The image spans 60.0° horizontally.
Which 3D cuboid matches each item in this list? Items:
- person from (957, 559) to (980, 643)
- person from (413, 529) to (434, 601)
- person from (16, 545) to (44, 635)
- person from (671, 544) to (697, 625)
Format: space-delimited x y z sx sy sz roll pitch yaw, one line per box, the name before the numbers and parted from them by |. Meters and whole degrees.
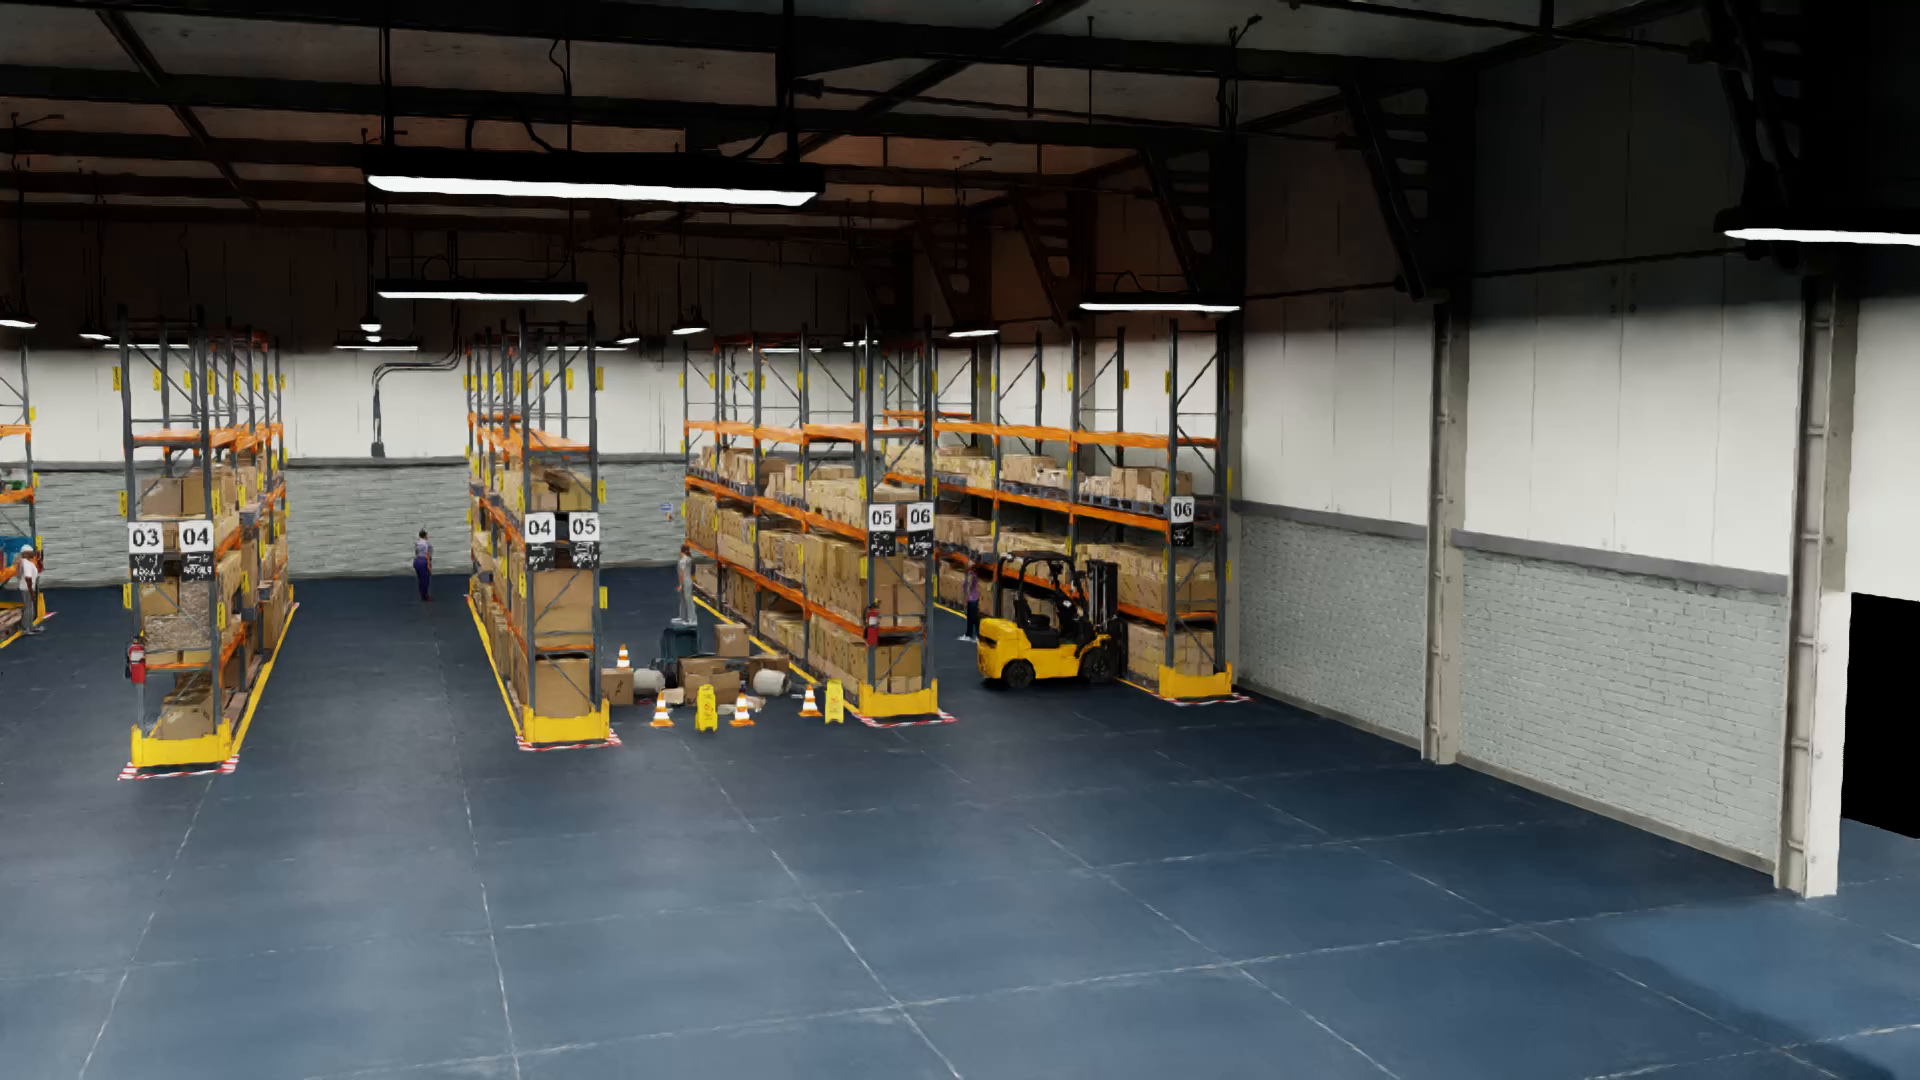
person | 0.191 1.160 32.031 0.517 1.588 0.535 1 5 7
person | -12.228 0.616 38.075 0.529 1.553 0.478 4 7 37
person | -18.434 0.976 32.982 0.464 1.772 0.645 -4 7 -39
person | -5.699 0.905 34.297 0.586 1.662 0.581 0 5 1
